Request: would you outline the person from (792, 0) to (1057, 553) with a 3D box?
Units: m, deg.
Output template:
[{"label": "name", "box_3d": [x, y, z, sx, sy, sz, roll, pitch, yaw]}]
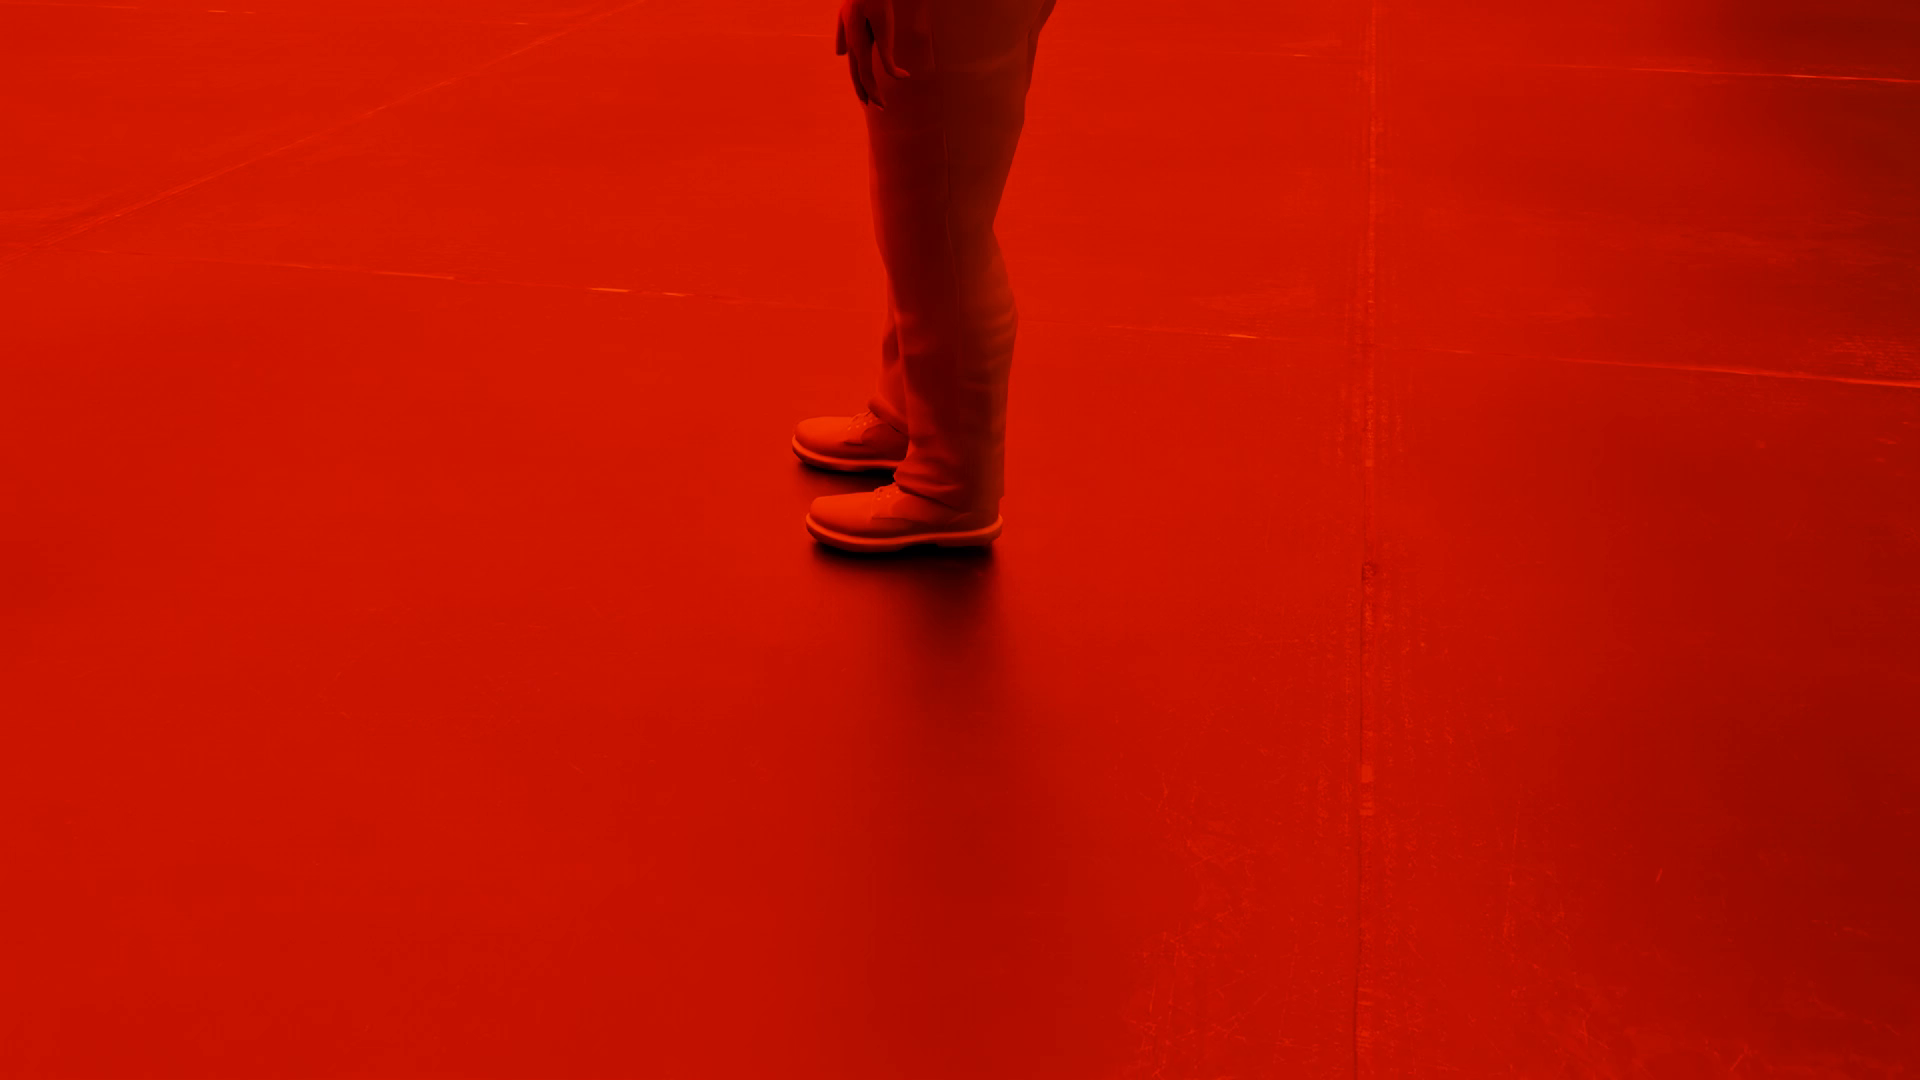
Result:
[{"label": "person", "box_3d": [-0.069, -0.779, 2.147, 0.530, 1.695, 0.570, 6, 27, 11]}]
